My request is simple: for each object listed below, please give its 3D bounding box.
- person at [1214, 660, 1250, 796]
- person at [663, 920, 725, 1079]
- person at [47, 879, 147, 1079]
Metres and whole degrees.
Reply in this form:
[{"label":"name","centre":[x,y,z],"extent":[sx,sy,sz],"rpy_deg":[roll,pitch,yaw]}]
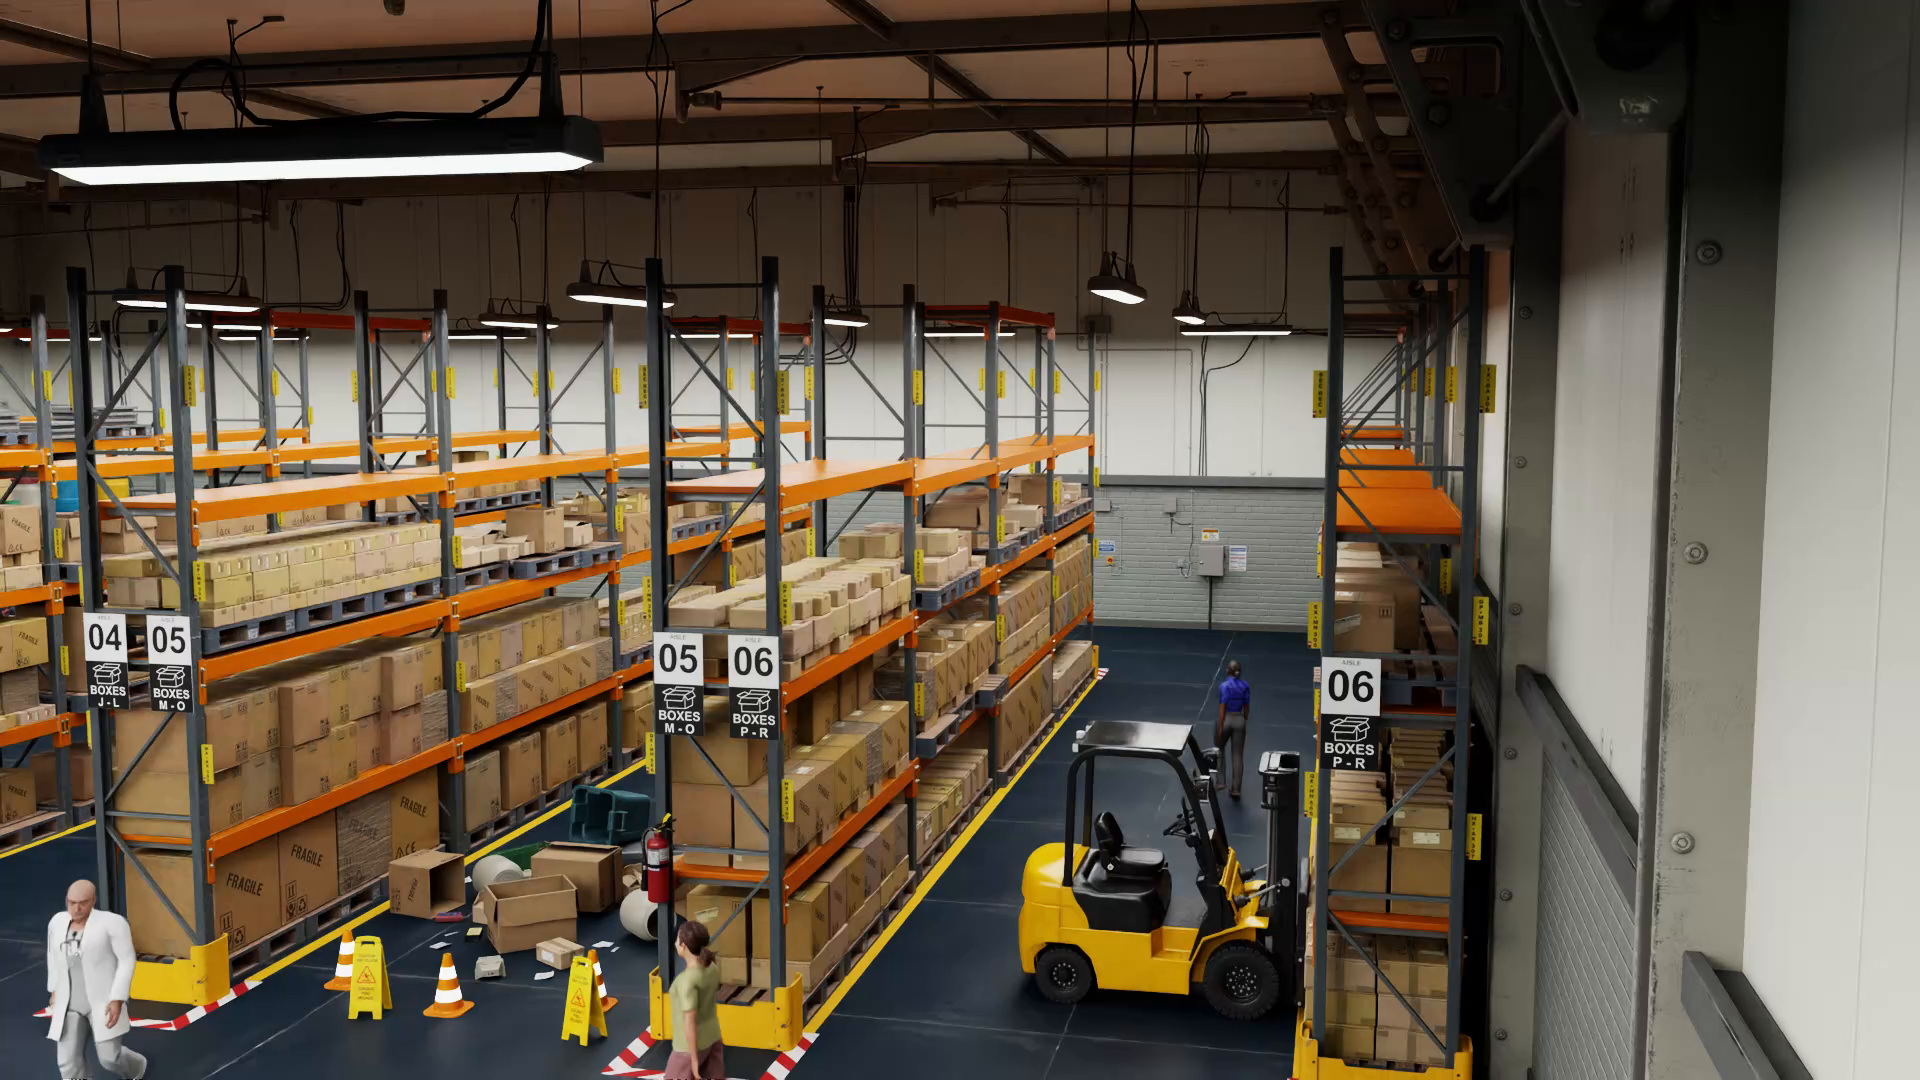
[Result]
[{"label":"person","centre":[3.335,2.315,20.346],"extent":[0.460,1.697,0.555],"rpy_deg":[-1,6,-5]},{"label":"person","centre":[-1.674,3.259,10.677],"extent":[0.810,1.656,0.433],"rpy_deg":[3,6,24]},{"label":"person","centre":[-5.945,3.147,11.443],"extent":[0.646,1.765,0.715],"rpy_deg":[0,6,-2]}]
